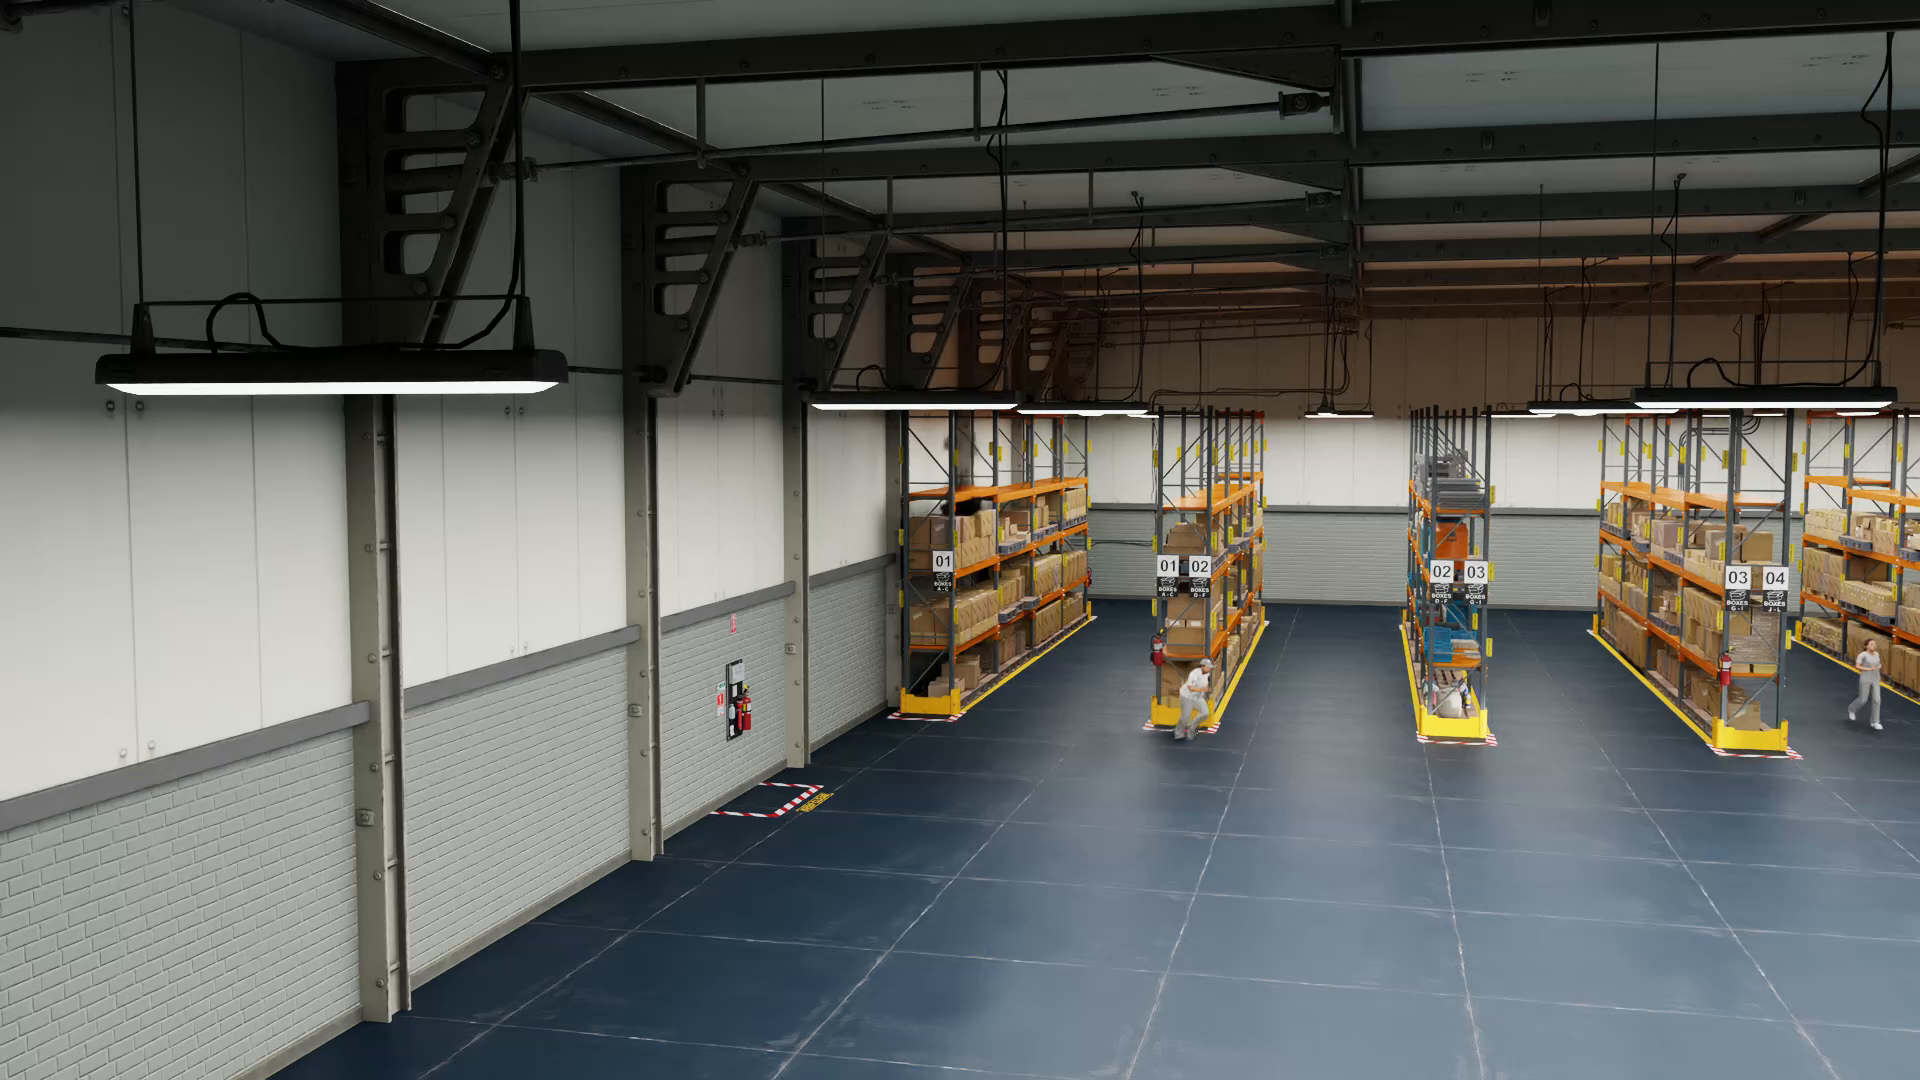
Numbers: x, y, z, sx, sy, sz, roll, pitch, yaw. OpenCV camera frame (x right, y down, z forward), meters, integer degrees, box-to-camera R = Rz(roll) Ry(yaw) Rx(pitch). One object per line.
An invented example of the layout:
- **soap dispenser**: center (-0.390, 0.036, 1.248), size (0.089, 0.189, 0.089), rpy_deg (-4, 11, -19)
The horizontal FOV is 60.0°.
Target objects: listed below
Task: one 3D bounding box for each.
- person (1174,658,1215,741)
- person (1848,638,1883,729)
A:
- **person**: center (4.208, 2.835, 29.658), size (0.634, 1.519, 0.887), rpy_deg (-4, 5, -40)
- **person**: center (16.949, 2.654, 31.050), size (0.582, 1.636, 0.904), rpy_deg (0, 4, -7)
